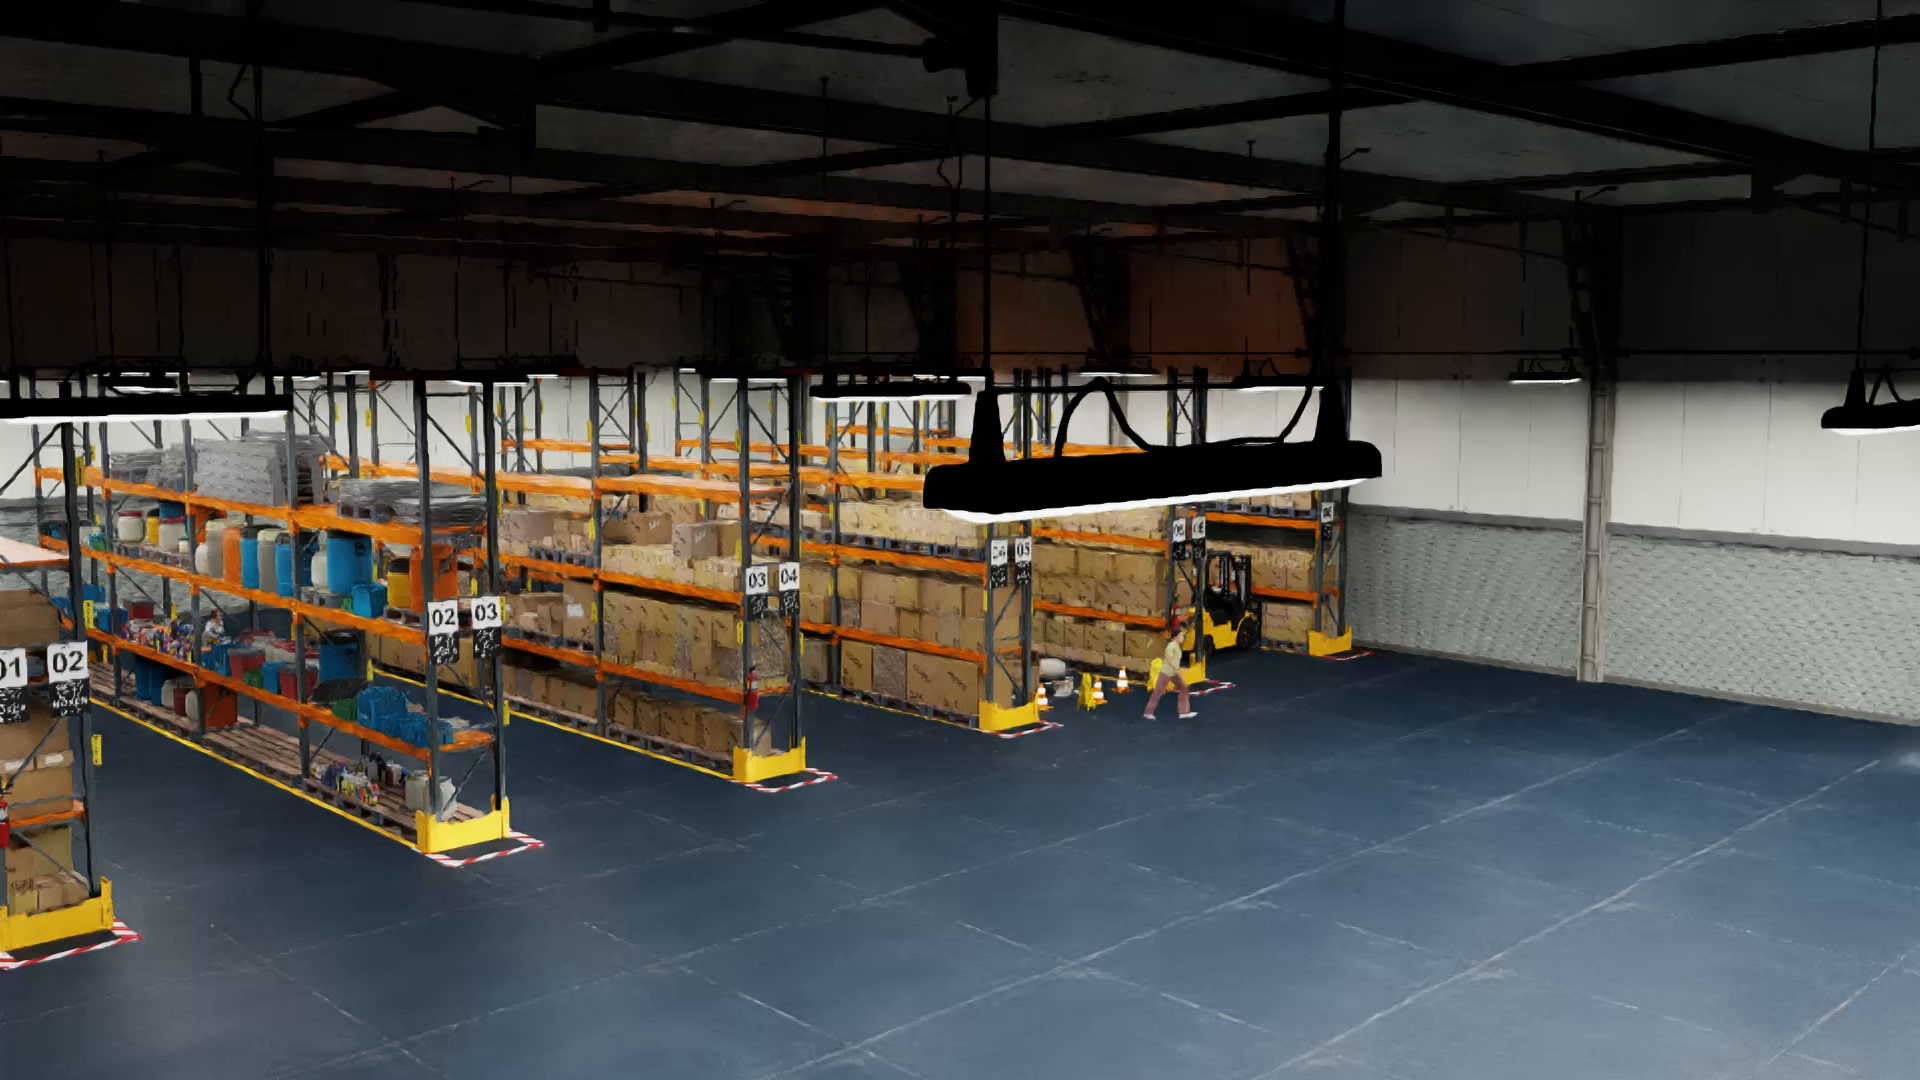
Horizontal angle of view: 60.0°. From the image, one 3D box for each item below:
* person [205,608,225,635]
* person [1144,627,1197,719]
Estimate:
[{"bbox_3d":[-14.088,2.026,31.352,0.784,1.528,0.553,3,7,26],"label":"person"},{"bbox_3d":[3.612,2.290,28.697,0.814,1.604,0.620,4,7,29],"label":"person"}]
